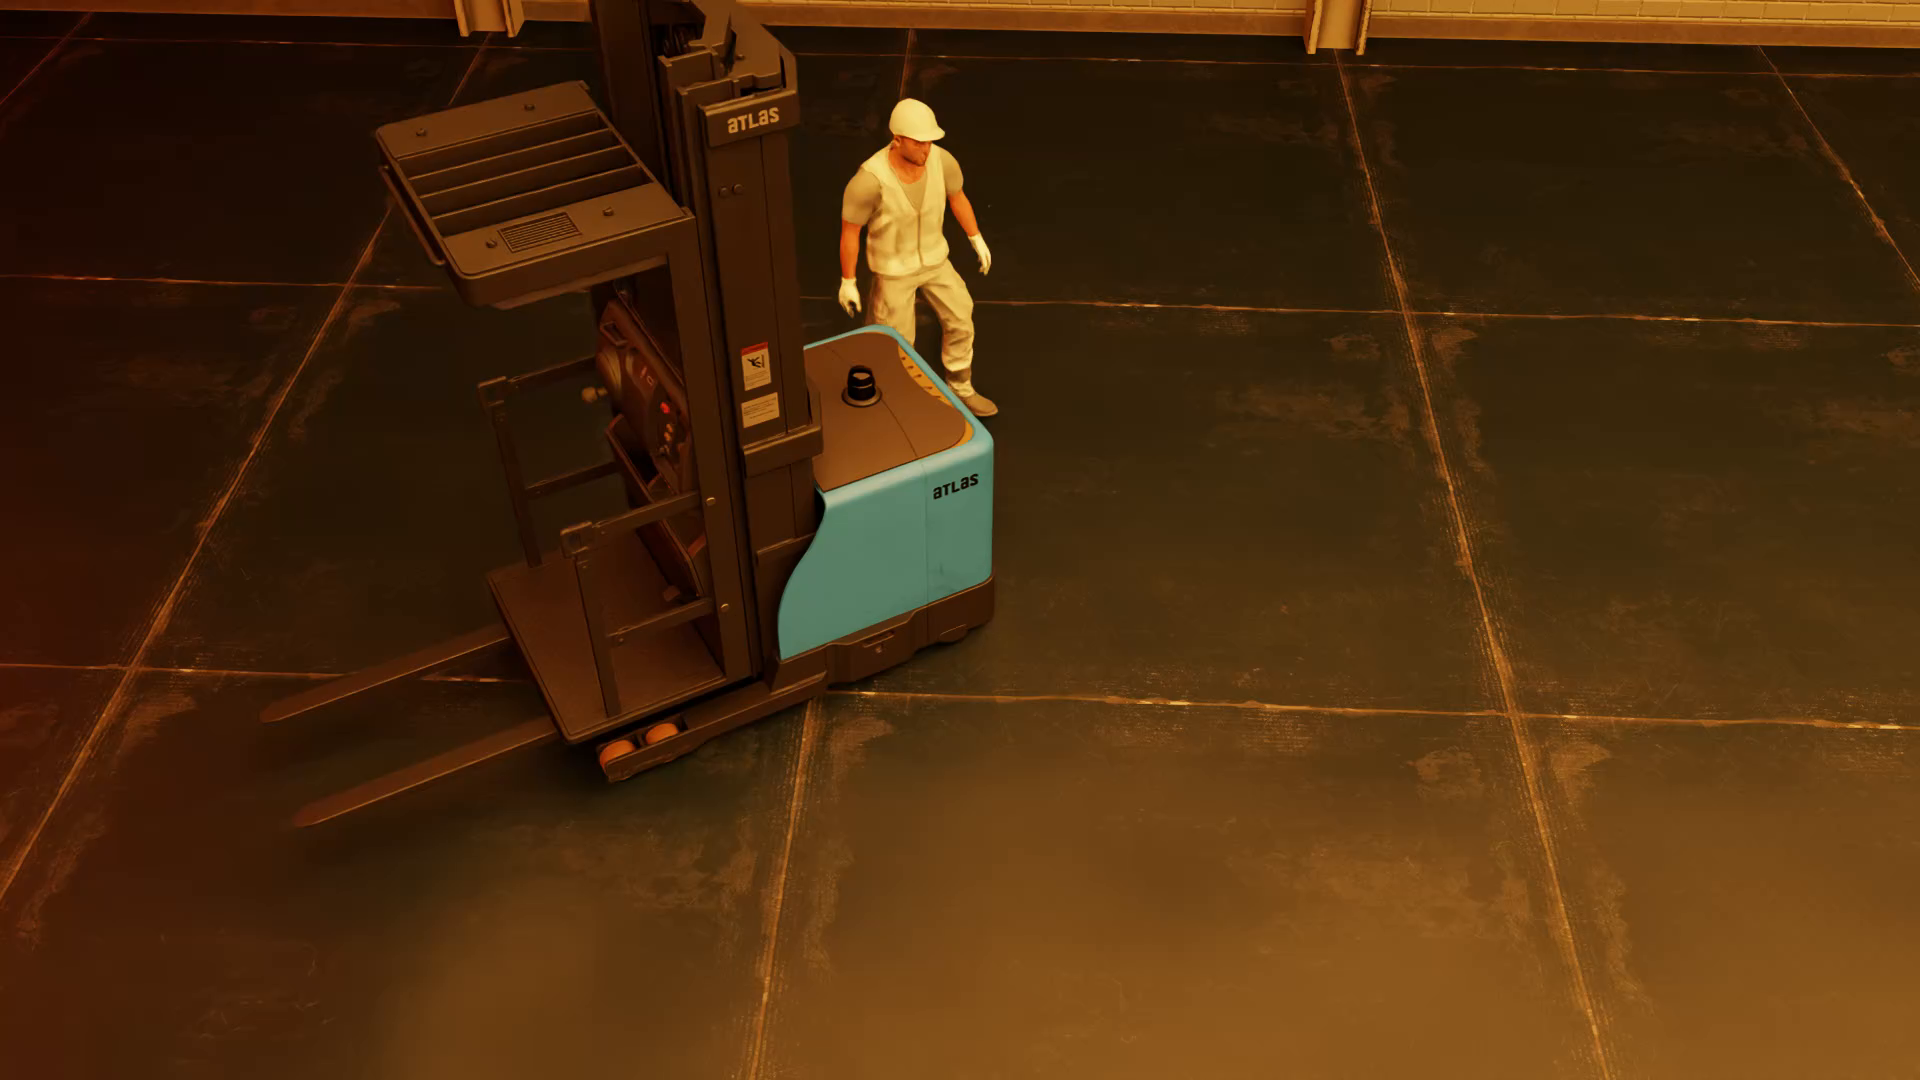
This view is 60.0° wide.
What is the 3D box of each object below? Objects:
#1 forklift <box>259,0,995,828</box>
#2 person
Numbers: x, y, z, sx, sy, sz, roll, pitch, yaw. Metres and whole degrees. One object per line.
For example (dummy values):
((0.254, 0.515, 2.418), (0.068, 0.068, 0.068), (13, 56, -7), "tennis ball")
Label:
((-1.387, -0.506, 6.296), (3.031, 2.935, 1.130), (-20, 46, -21), "forklift")
((-0.201, -1.295, 7.974), (0.793, 1.759, 0.472), (-23, 47, -23), "person")
